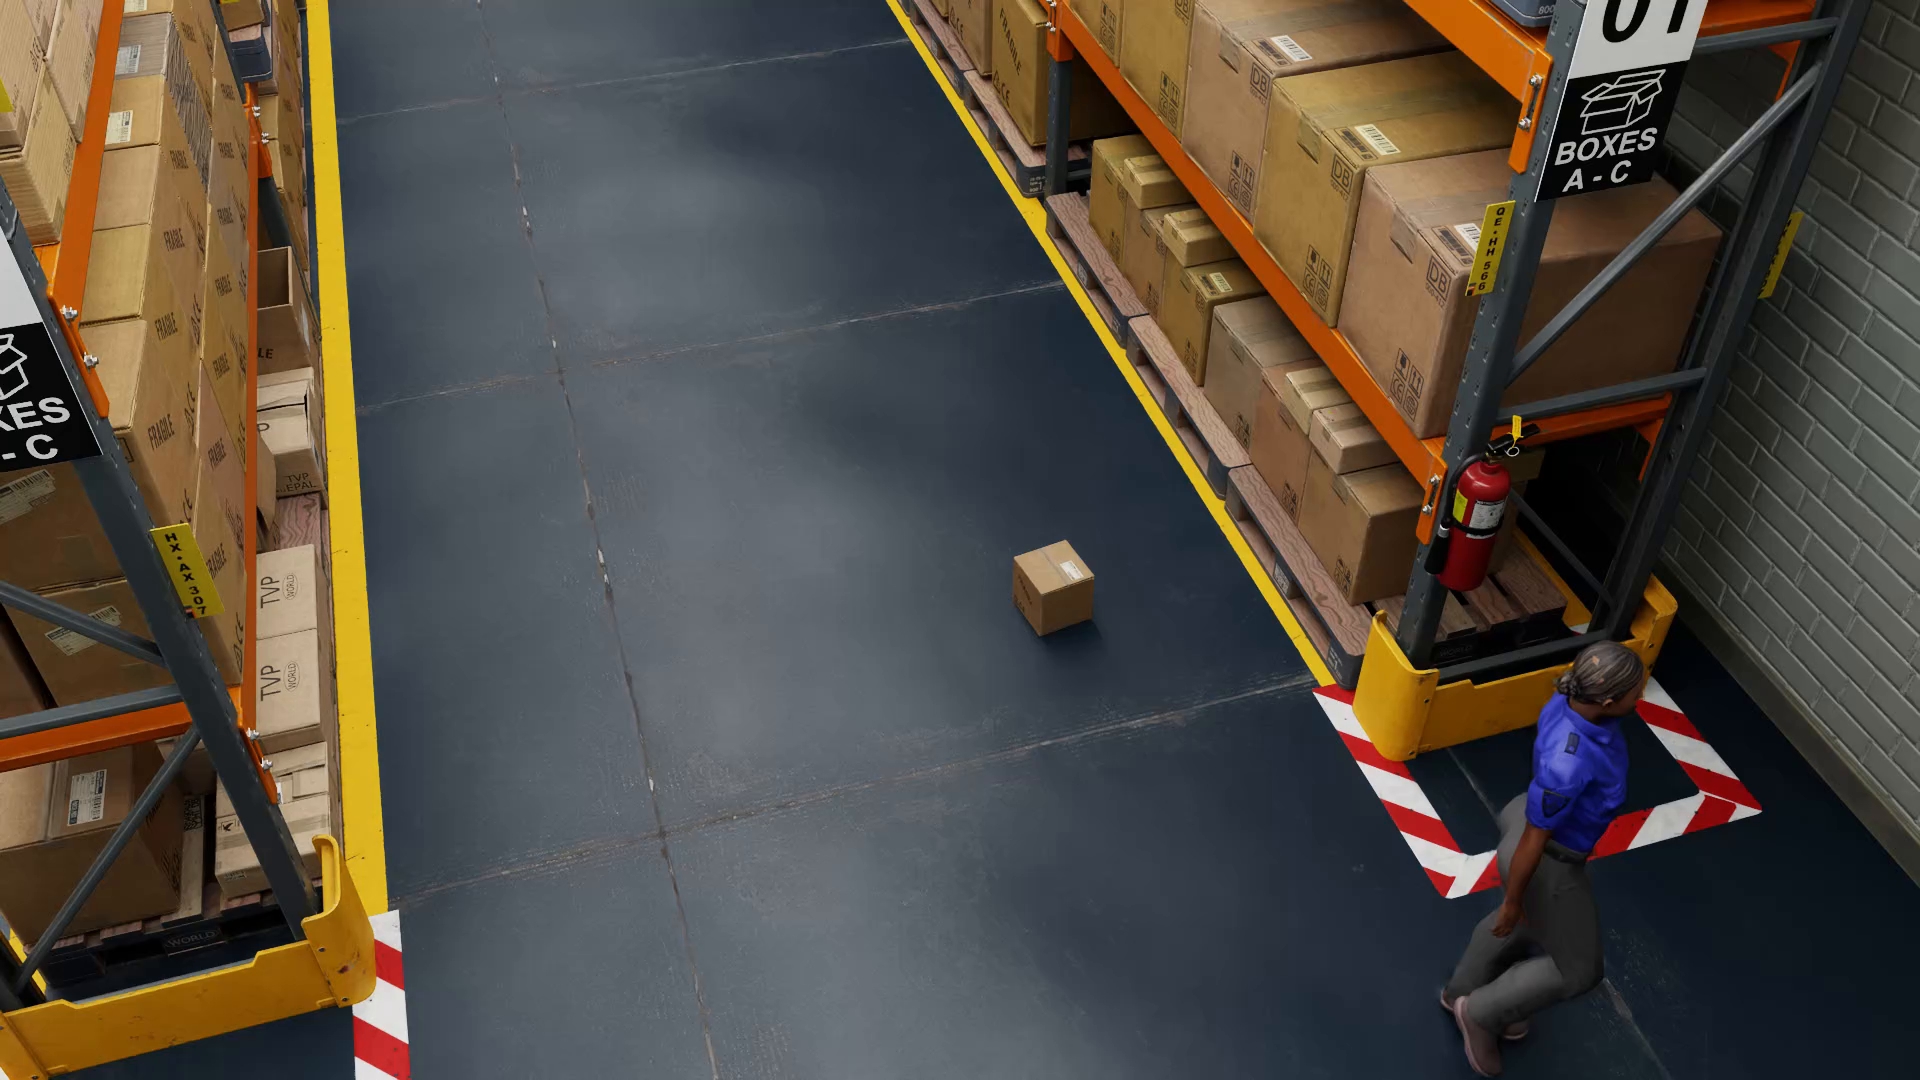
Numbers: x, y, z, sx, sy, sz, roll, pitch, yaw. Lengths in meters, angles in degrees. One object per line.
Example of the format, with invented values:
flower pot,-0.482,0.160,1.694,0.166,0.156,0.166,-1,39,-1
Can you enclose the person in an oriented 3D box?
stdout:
person,1.835,0.994,5.074,0.421,1.674,0.552,15,44,15
